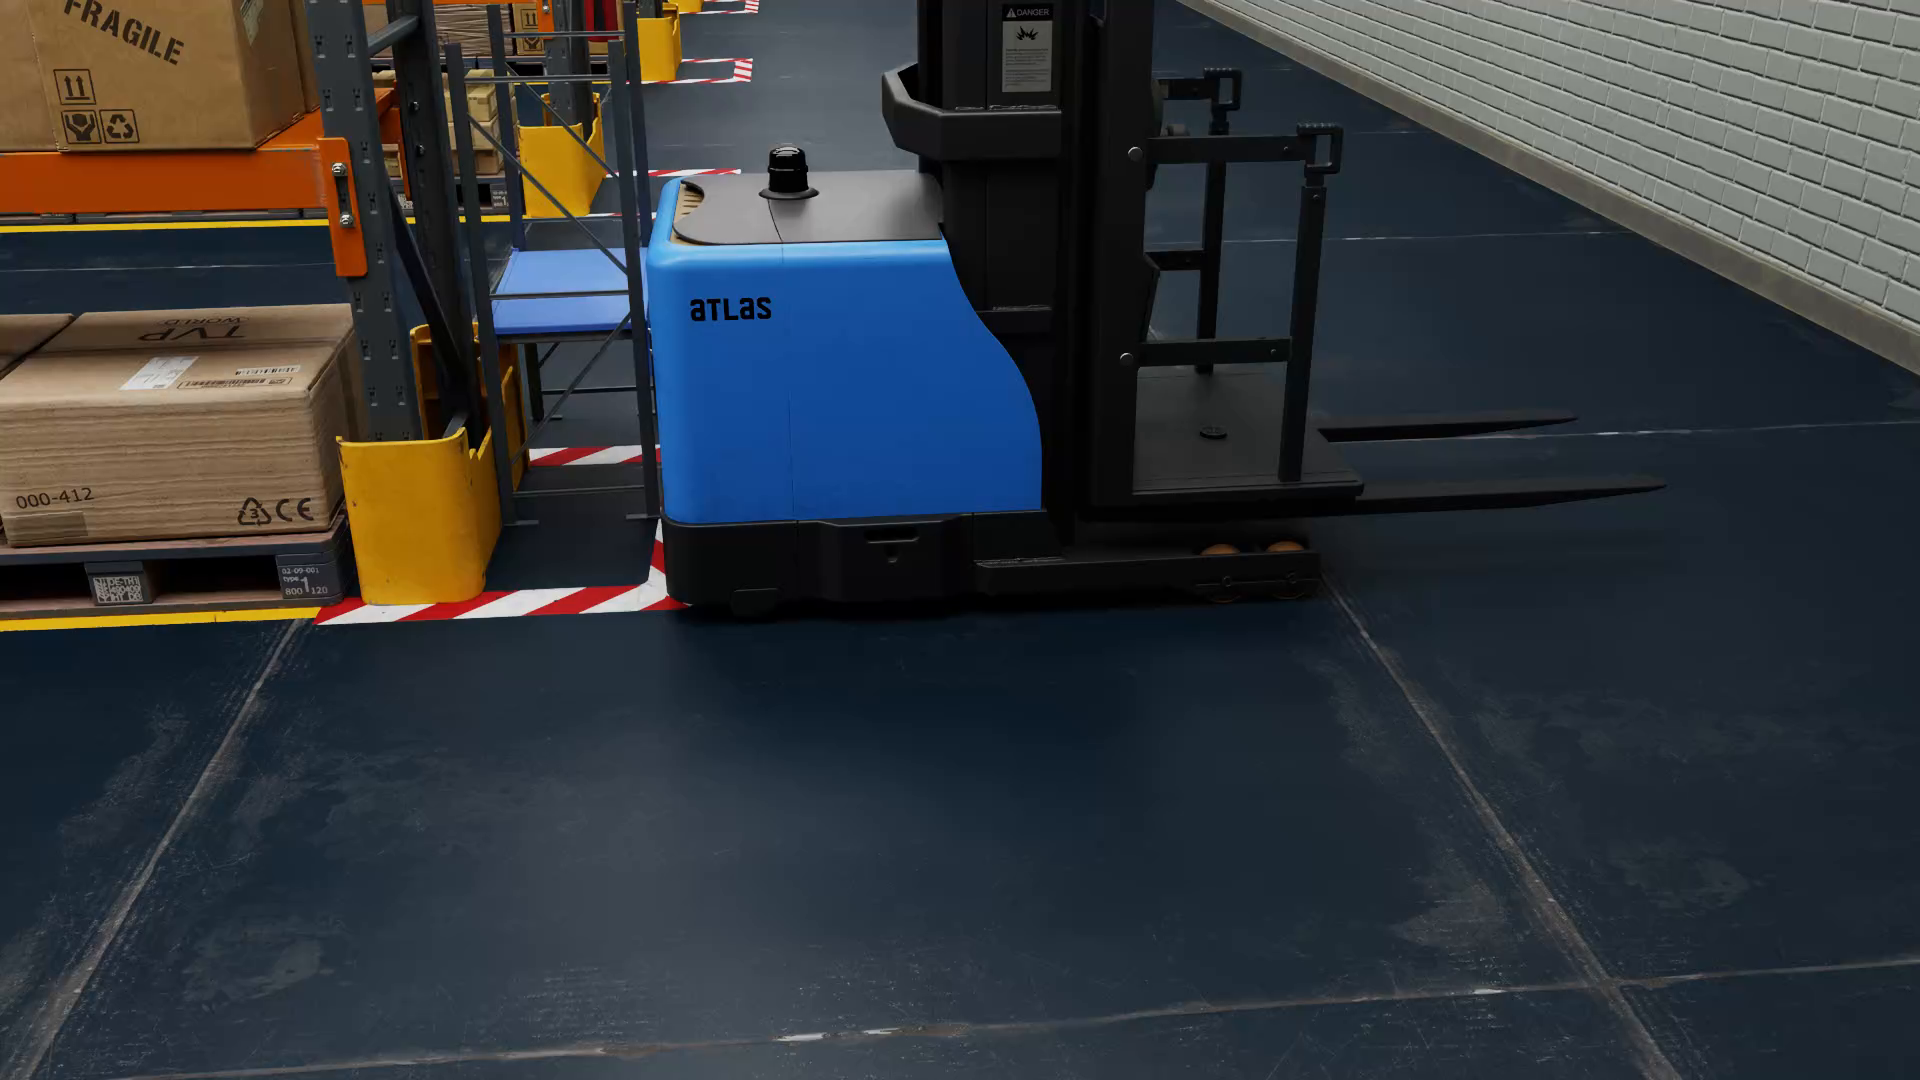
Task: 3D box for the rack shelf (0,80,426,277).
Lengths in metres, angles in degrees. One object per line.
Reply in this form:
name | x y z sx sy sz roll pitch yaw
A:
rack shelf | -3.645 -1.010 4.716 4.000 0.370 1.077 -2 24 -5

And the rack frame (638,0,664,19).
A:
rack frame | -2.629 -5.425 13.761 0.127 3.000 1.000 -2 24 -5

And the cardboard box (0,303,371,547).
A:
cardboard box | -2.302 -0.373 5.034 0.875 0.438 0.875 -3 24 -7

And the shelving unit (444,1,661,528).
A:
shelving unit | -1.294 -0.950 5.541 0.538 1.500 1.048 -3 24 -7

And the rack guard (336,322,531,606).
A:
rack guard | -1.631 -0.278 5.259 0.348 0.500 1.175 -2 24 -5

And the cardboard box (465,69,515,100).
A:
cardboard box | -2.797 -2.693 9.877 0.250 0.149 0.380 -3 24 -8

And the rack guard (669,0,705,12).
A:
rack guard | -3.093 -6.291 18.787 0.348 0.500 1.175 -2 24 -5

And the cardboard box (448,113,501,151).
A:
cardboard box | -2.739 -2.304 9.368 0.250 0.149 0.380 -3 24 -7

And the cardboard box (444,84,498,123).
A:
cardboard box | -2.744 -2.453 9.337 0.250 0.149 0.380 -2 24 -5

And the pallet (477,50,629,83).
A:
pallet | -3.417 -4.087 14.185 1.213 0.211 1.003 -2 24 -5

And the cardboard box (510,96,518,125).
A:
cardboard box | -2.789 -2.524 9.862 0.250 0.149 0.380 -1 24 -3

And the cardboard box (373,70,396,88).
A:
cardboard box | -3.323 -2.675 9.836 0.250 0.149 0.380 -2 24 -5

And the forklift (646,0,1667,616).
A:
forklift | 0.620 -1.368 4.719 3.031 2.935 1.130 -3 24 -6

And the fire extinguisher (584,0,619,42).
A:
fire extinguisher | -1.946 -3.034 8.936 0.183 0.674 0.296 -2 24 -5

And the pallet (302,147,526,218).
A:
pallet | -3.130 -2.120 9.761 1.213 0.211 1.003 -2 24 -5

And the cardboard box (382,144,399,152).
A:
cardboard box | -3.256 -2.283 9.320 0.250 0.149 0.380 -3 24 -7

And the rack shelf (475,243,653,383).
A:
rack shelf | -1.294 -0.786 5.614 0.538 0.185 1.000 -3 24 -7

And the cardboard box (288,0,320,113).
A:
cardboard box | -2.161 -1.562 4.947 0.500 0.500 0.500 -2 24 -6

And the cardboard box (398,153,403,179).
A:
cardboard box | -2.991 -2.148 9.383 0.250 0.149 0.380 -2 24 -4

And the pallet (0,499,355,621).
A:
pallet | -2.443 -0.081 5.173 1.213 0.211 1.003 -2 24 -5

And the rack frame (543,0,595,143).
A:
rack frame | -2.242 -3.416 9.242 0.127 3.000 1.000 -2 24 -5

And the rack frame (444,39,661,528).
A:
rack frame | -1.223 -0.746 5.081 0.500 1.500 0.032 -3 24 -7

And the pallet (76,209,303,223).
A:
pallet | -4.341 -2.073 9.654 1.213 0.211 1.003 -2 24 -5

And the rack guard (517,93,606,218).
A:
rack guard | -2.318 -2.271 9.743 0.348 0.500 1.175 -2 24 -5

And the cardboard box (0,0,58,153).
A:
cardboard box | -2.610 -1.325 4.414 0.500 0.500 0.500 -3 24 -6

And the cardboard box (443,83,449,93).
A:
cardboard box | -3.000 -2.466 9.366 0.250 0.149 0.380 -2 24 -4

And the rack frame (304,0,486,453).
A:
rack frame | -1.655 -1.419 4.749 0.127 3.000 1.000 -2 24 -5

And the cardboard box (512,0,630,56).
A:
cardboard box | -3.258 -4.588 13.977 0.875 0.875 0.875 -2 24 -5

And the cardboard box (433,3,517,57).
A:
cardboard box | -4.164 -4.551 13.896 0.875 0.875 0.875 -2 24 -5

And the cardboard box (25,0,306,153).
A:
cardboard box | -2.109 -1.338 4.445 0.500 0.500 0.500 -2 24 -5

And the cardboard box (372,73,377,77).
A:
cardboard box | -3.561 -2.632 9.739 0.250 0.149 0.380 -3 24 -8

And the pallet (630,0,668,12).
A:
pallet | -3.940 -6.135 18.793 1.213 0.211 1.003 -2 24 -5

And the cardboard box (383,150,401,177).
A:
cardboard box | -3.263 -2.173 9.438 0.250 0.149 0.380 -2 24 -5

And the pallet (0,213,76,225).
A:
pallet | -5.558 -2.023 9.541 1.213 0.211 1.003 -2 24 -5

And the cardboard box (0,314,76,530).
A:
cardboard box | -3.212 -0.333 4.945 0.875 0.438 0.875 -2 24 -4

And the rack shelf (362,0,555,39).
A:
rack shelf | -4.232 -3.007 9.208 4.000 0.370 1.077 -2 24 -5

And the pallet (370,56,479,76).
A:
pallet | -4.628 -4.039 14.078 1.213 0.211 1.003 -2 24 -5

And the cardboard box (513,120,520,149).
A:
cardboard box | -2.795 -2.413 9.980 0.250 0.149 0.380 -2 24 -4

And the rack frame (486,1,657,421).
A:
rack frame | -1.365 -1.155 6.001 0.500 1.500 0.032 -3 24 -7

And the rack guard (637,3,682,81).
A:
rack guard | -2.605 -4.283 14.271 0.348 0.500 1.175 -2 24 -5

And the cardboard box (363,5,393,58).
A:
cardboard box | -5.049 -4.516 13.816 0.875 0.875 0.875 -2 24 -5

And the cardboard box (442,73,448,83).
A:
cardboard box | -3.059 -2.634 9.743 0.250 0.149 0.380 -2 24 -4

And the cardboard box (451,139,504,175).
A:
cardboard box | -2.745 -2.200 9.499 0.250 0.149 0.380 -2 24 -4
